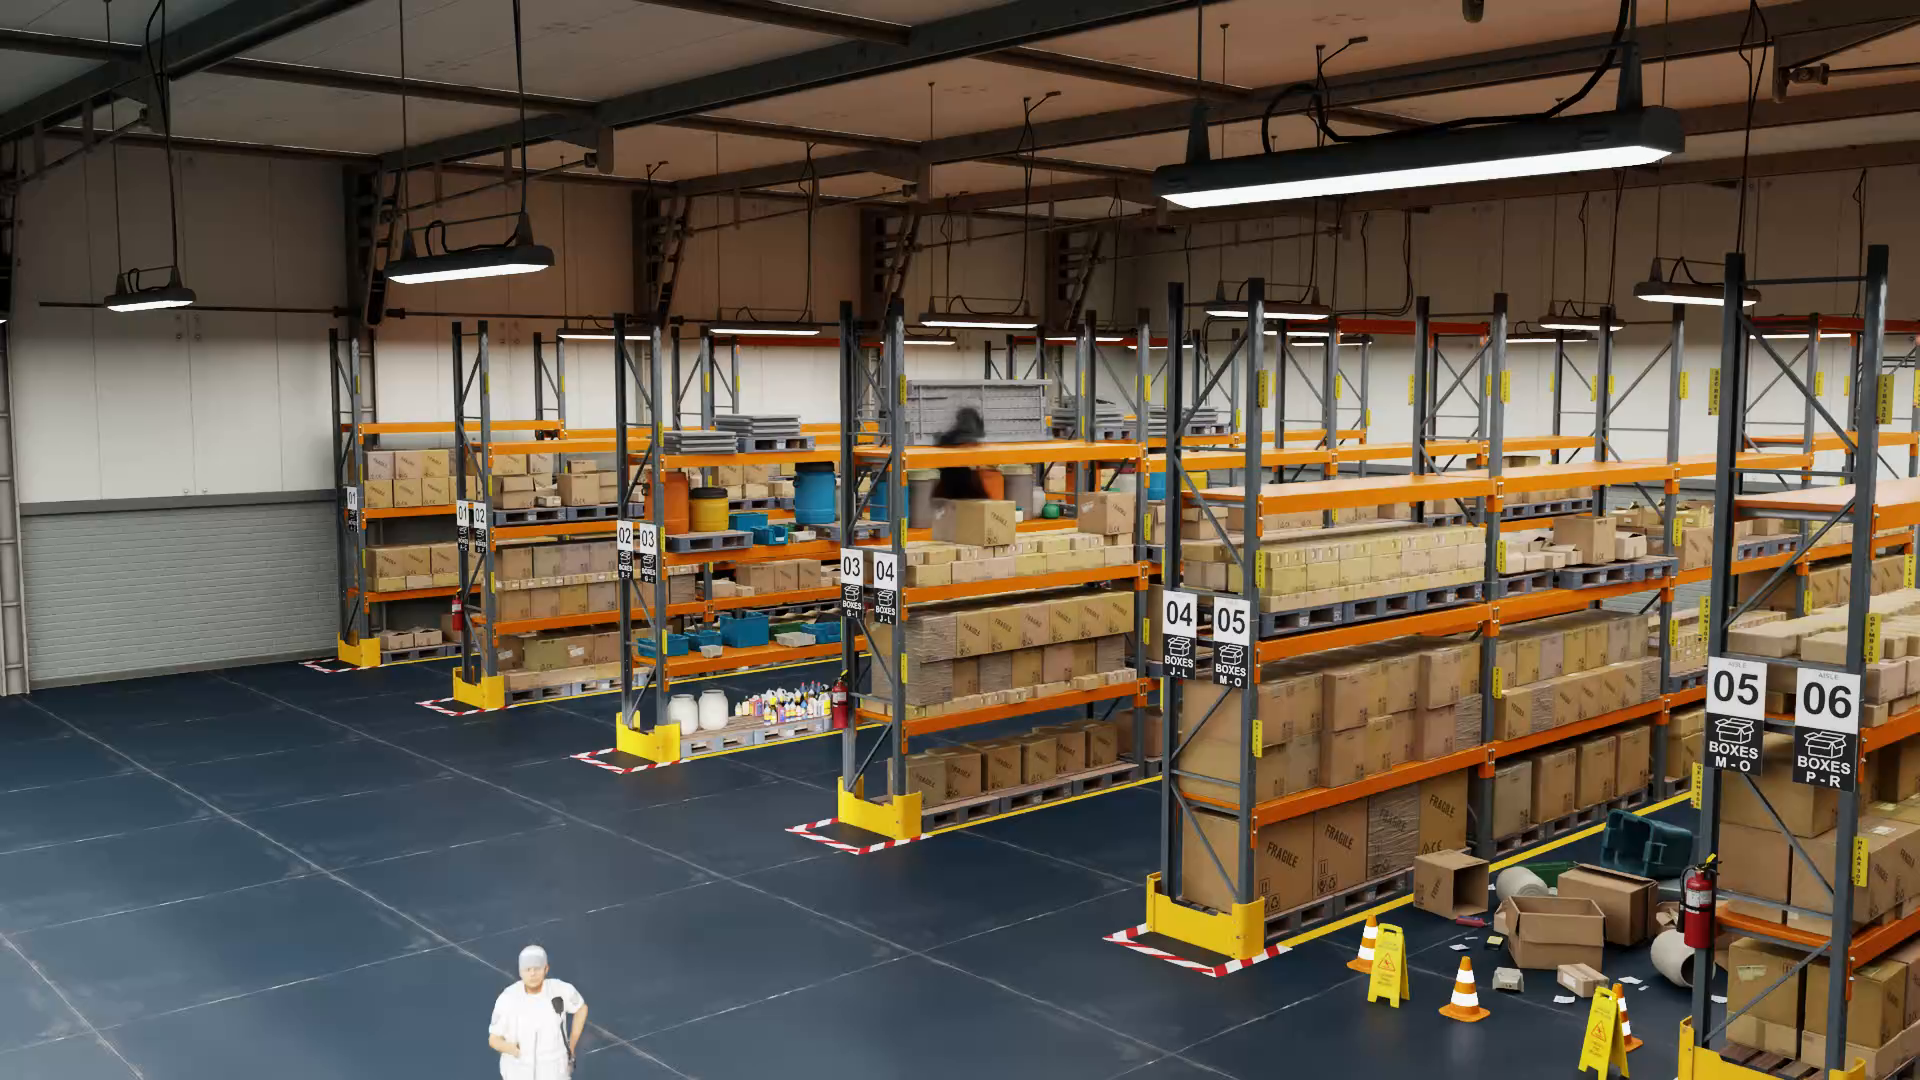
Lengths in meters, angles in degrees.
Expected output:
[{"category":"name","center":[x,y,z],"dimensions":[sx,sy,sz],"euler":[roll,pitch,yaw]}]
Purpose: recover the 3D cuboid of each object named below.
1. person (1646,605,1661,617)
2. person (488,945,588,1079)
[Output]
[{"category":"person","center":[10.175,1.867,24.519],"dimensions":[0.637,1.851,0.783],"euler":[5,8,44]},{"category":"person","center":[-2.600,3.341,10.261],"dimensions":[0.586,1.695,0.661],"euler":[-1,6,-10]}]
